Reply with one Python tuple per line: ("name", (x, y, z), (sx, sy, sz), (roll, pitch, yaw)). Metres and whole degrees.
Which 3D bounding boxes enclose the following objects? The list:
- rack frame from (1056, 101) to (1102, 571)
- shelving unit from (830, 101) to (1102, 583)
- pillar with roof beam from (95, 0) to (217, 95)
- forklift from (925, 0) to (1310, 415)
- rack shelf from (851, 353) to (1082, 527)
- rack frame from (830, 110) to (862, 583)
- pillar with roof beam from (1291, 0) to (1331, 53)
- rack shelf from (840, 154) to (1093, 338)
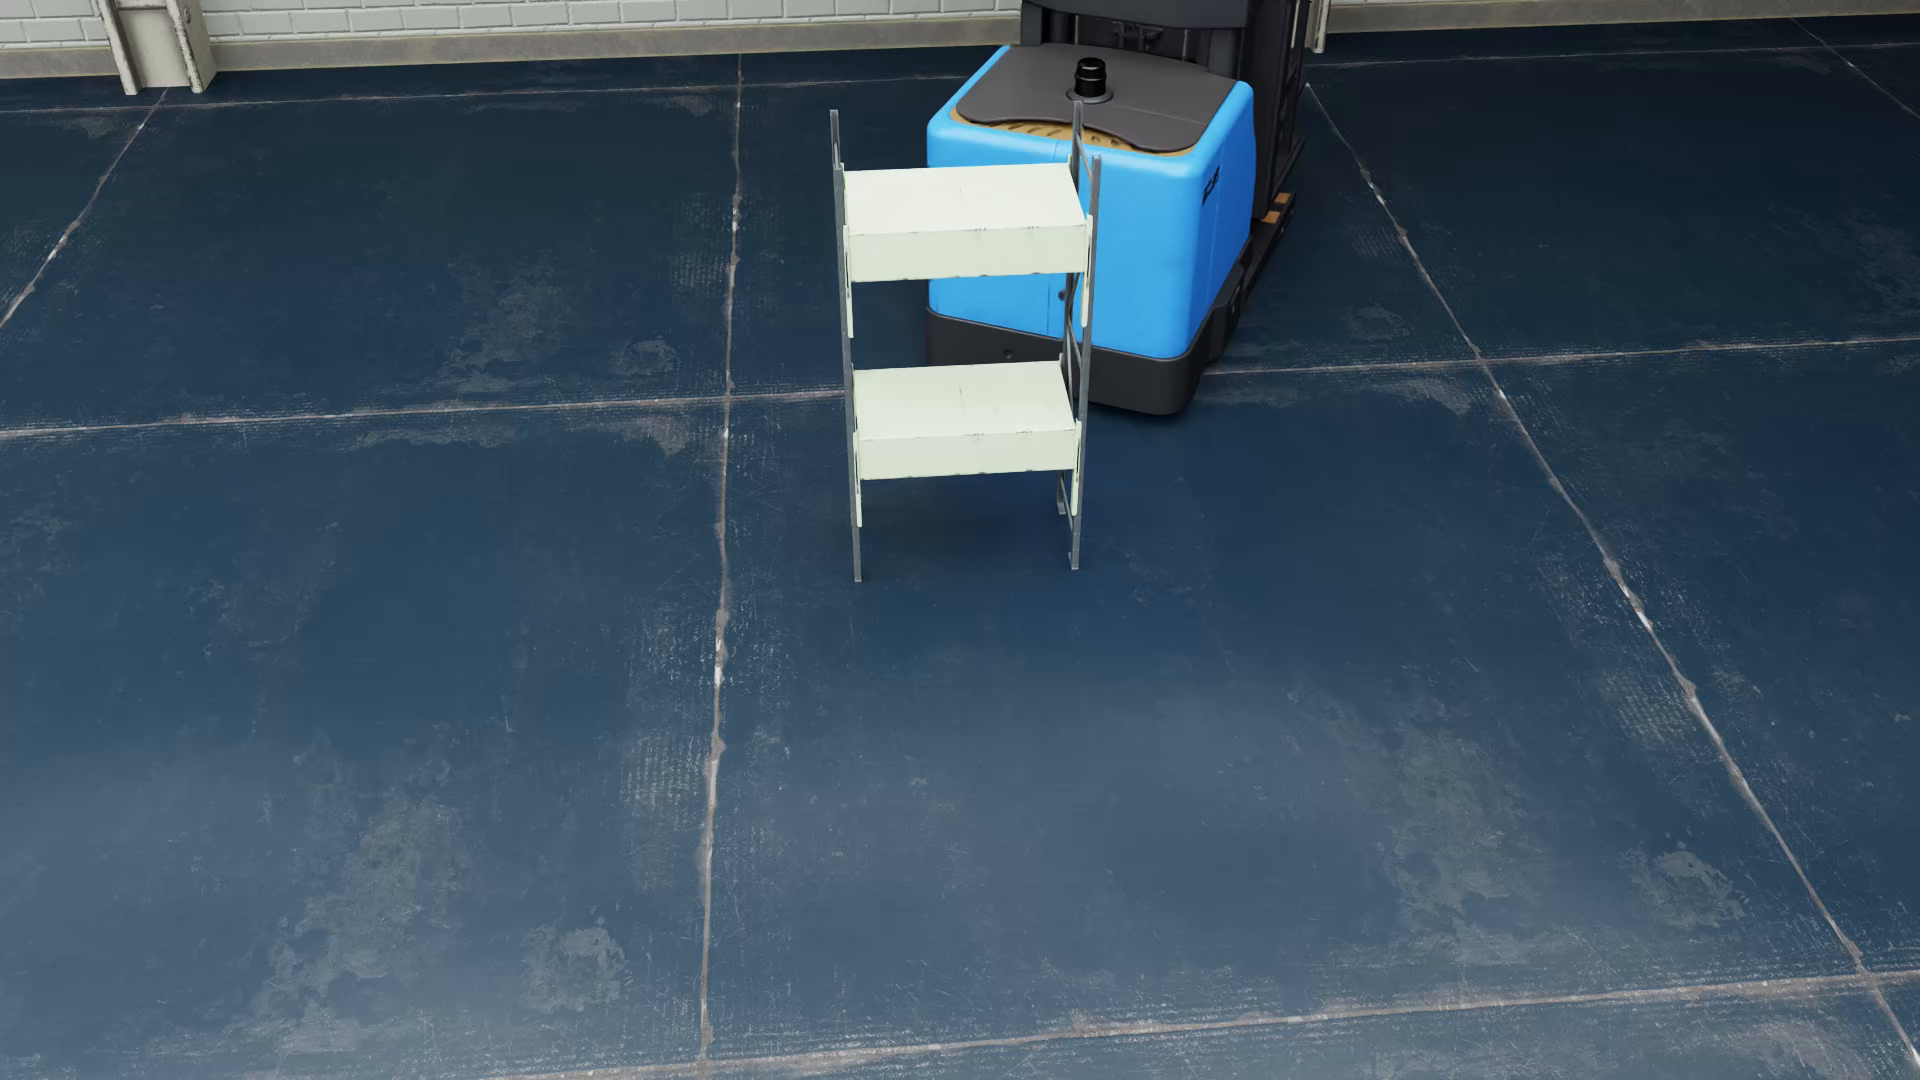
("rack frame", (0.371, -0.609, 5.311), (0.023, 1.500, 0.400), (-3, 38, -4))
("shelving unit", (0.007, -0.589, 5.286), (0.755, 1.500, 0.431), (-3, 38, -4))
("pillar with roof beam", (-3.803, -3.313, 2.684), (0.400, 9.000, 9.100), (-3, 38, -4))
("forklift", (0.877, -2.532, 6.593), (1.130, 2.935, 3.031), (14, 40, 17))
("rack shelf", (0.007, -0.333, 5.488), (0.720, 0.370, 0.431), (-3, 38, -4))
("rack frame", (-0.358, -0.569, 5.260), (0.023, 1.500, 0.400), (-3, 38, -4))
("pillar with roof beam", (2.174, -3.642, 3.101), (0.400, 9.000, 9.100), (-3, 38, -4))
("rack shelf", (0.007, -0.896, 5.044), (0.720, 0.370, 0.431), (-3, 38, -4))
